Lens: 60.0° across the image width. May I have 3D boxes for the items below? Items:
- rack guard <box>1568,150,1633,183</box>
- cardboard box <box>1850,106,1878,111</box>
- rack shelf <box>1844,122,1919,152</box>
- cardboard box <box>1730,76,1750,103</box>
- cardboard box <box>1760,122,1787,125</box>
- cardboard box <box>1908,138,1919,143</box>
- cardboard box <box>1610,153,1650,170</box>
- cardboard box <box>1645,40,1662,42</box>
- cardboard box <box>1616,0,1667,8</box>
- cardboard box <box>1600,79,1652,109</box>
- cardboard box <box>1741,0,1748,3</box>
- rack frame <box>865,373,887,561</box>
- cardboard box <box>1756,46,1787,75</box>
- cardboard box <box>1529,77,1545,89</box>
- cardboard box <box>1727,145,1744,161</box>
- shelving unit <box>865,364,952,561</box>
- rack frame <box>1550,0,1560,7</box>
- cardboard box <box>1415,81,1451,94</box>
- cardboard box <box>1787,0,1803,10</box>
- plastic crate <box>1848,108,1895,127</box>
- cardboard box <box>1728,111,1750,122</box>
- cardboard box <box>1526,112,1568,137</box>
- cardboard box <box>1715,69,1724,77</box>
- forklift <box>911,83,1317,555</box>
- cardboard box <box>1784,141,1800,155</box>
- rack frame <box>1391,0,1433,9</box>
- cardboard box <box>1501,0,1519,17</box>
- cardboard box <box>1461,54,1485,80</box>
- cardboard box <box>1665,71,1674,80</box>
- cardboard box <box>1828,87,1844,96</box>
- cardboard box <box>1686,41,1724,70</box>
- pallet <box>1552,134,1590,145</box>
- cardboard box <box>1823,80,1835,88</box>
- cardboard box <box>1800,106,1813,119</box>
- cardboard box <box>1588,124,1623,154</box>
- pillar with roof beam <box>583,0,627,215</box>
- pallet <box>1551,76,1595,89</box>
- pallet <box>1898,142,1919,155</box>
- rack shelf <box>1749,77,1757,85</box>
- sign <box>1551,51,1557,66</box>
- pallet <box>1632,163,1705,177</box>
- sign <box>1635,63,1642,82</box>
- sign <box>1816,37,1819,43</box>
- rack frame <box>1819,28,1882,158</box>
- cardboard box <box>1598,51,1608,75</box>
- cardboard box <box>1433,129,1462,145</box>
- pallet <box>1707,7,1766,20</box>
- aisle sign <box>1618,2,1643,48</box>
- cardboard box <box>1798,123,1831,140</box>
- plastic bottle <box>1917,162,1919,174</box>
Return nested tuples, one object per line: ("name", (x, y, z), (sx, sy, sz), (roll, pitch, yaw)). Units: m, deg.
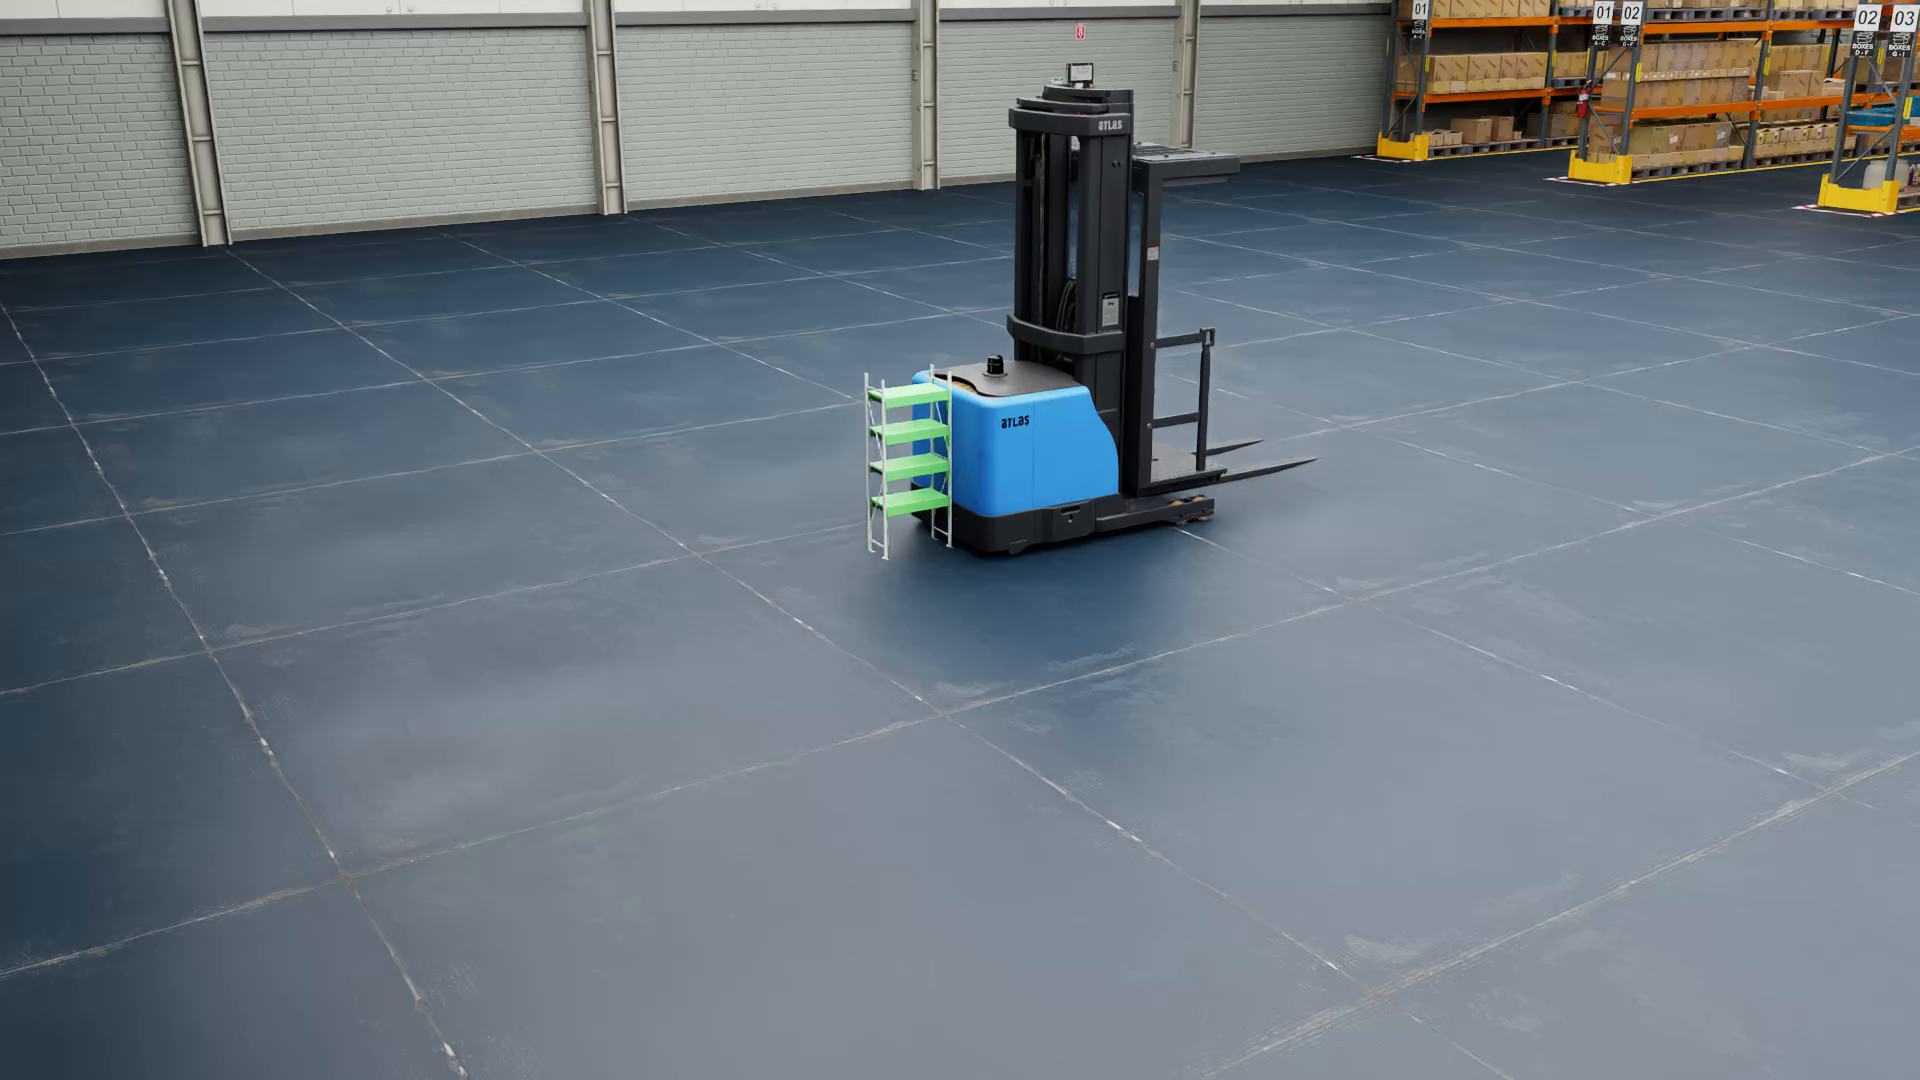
("rack guard", (12.011, -7.011, 31.202), (0.348, 0.500, 1.175), (-12, 22, -31))
("cardboard box", (19.409, -9.226, 35.898), (0.500, 0.250, 0.500), (-11, 22, -29))
("rack shelf", (16.423, -6.885, 28.050), (4.000, 0.370, 1.077), (-12, 22, -31))
("cardboard box", (15.005, -8.871, 32.646), (0.500, 0.500, 0.700), (-13, 22, -33))
("cardboard box", (16.823, -8.482, 34.412), (0.500, 0.311, 0.500), (-12, 22, -32))
("cardboard box", (20.539, -8.910, 36.134), (0.500, 0.500, 0.500), (-13, 23, -33))
("cardboard box", (12.601, -7.131, 31.290), (0.500, 0.250, 0.500), (-12, 22, -31))
("cardboard box", (16.221, -11.635, 39.154), (0.500, 0.250, 0.500), (-11, 22, -30))
("cardboard box", (12.513, -10.034, 30.523), (0.637, 0.503, 0.797), (-10, 21, -28))
("cardboard box", (12.428, -8.325, 31.031), (0.500, 0.500, 0.700), (-12, 22, -31))
("cardboard box", (18.530, -13.188, 40.045), (0.500, 0.500, 0.700), (-13, 23, -34))
("rack frame", (-0.543, -0.468, 10.755), (0.015, 1.200, 0.240), (-11, 22, -29))
("cardboard box", (19.788, -11.871, 41.205), (0.700, 0.700, 0.980), (-12, 22, -31))
("cardboard box", (12.415, -10.002, 36.350), (0.500, 0.250, 0.500), (-12, 22, -31))
("cardboard box", (15.105, -7.660, 32.857), (0.500, 0.250, 0.500), (-12, 22, -31))
("shelving unit", (-0.334, -0.508, 10.875), (0.503, 1.200, 0.258), (-11, 22, -29))
("rack frame", (12.644, -13.070, 35.855), (0.127, 3.000, 1.000), (-12, 22, -31))
("cardboard box", (9.886, -9.463, 34.755), (0.500, 0.250, 0.500), (-13, 22, -33))
("cardboard box", (16.349, -10.656, 32.976), (0.500, 0.250, 0.500), (-15, 24, -37))
("plastic crate", (15.006, -6.971, 27.414), (0.616, 0.251, 0.499), (-12, 22, -31))
("cardboard box", (18.854, -10.669, 40.819), (0.750, 0.750, 0.750), (-12, 22, -31))
("cardboard box", (13.250, -9.386, 37.542), (0.500, 0.500, 0.700), (-11, 22, -30))
("cardboard box", (14.412, -8.974, 31.938), (0.250, 0.149, 0.380), (-12, 22, -32))
("forklift", (1.188, -1.624, 11.471), (3.031, 2.935, 1.130), (-11, 22, -29))
("cardboard box", (16.704, -7.987, 33.823), (0.500, 0.250, 0.500), (-13, 22, -33))
("rack frame", (9.304, -12.366, 33.770), (0.127, 3.000, 1.000), (-12, 22, -31))
("cardboard box", (11.487, -11.357, 35.285), (0.500, 0.500, 0.500), (-13, 23, -33))
("cardboard box", (10.721, -9.995, 35.157), (0.500, 0.500, 0.500), (-13, 22, -33))
("cardboard box", (13.117, -8.700, 31.126), (0.250, 0.149, 0.380), (-12, 22, -32))
("cardboard box", (18.113, -9.257, 34.335), (0.250, 0.149, 0.380), (-12, 22, -31))
("cardboard box", (14.165, -9.308, 31.913), (0.500, 0.500, 0.700), (-12, 22, -31))
("pallet", (14.314, -9.261, 38.308), (1.213, 0.211, 1.003), (-12, 22, -31))
("cardboard box", (17.859, -9.460, 34.684), (0.500, 0.311, 0.500), (-12, 22, -32))
("cardboard box", (21.299, -11.030, 42.433), (0.500, 0.500, 0.700), (-13, 22, -33))
("cardboard box", (12.315, -7.625, 31.582), (0.500, 0.500, 0.500), (-12, 22, -31))
("pillar with roof beam", (-3.253, -8.398, 22.035), (0.400, 9.000, 9.100), (-12, 22, -31))
("pallet", (13.363, -10.233, 37.129), (1.213, 0.211, 1.003), (-12, 22, -31))
("pallet", (20.375, -8.622, 36.419), (1.213, 0.211, 1.003), (-12, 22, -31))
("rack shelf", (17.655, -10.944, 40.057), (4.000, 0.370, 1.077), (-12, 22, -31))
("sign", (12.949, -10.494, 36.251), (0.005, 0.325, 0.100), (-12, 22, -31))
("pallet", (13.665, -7.238, 32.324), (1.213, 0.211, 1.003), (-12, 22, -31))
("sign", (12.331, -8.497, 30.220), (0.005, 0.325, 0.100), (-12, 22, -31))
("sign", (22.366, -12.939, 43.358), (0.005, 0.325, 0.100), (-12, 22, -31))
("rack frame", (18.713, -9.608, 34.982), (0.127, 3.000, 1.000), (-12, 22, -31))
("cardboard box", (14.570, -10.878, 37.893), (0.500, 0.500, 0.700), (-12, 22, -31))
("cardboard box", (10.407, -8.656, 35.678), (0.500, 0.311, 0.500), (-10, 21, -27))
("pallet", (14.674, -10.126, 31.967), (1.213, 0.211, 1.003), (-12, 22, -31))
("aisle sign", (12.145, -9.337, 30.121), (0.004, 0.787, 0.394), (-12, 22, -31))
("cardboard box", (17.557, -8.431, 34.261), (0.500, 0.311, 0.500), (-12, 22, -32))
("plastic bottle", (16.678, -6.392, 28.919), (0.185, 0.351, 0.144), (-12, 22, -32))
